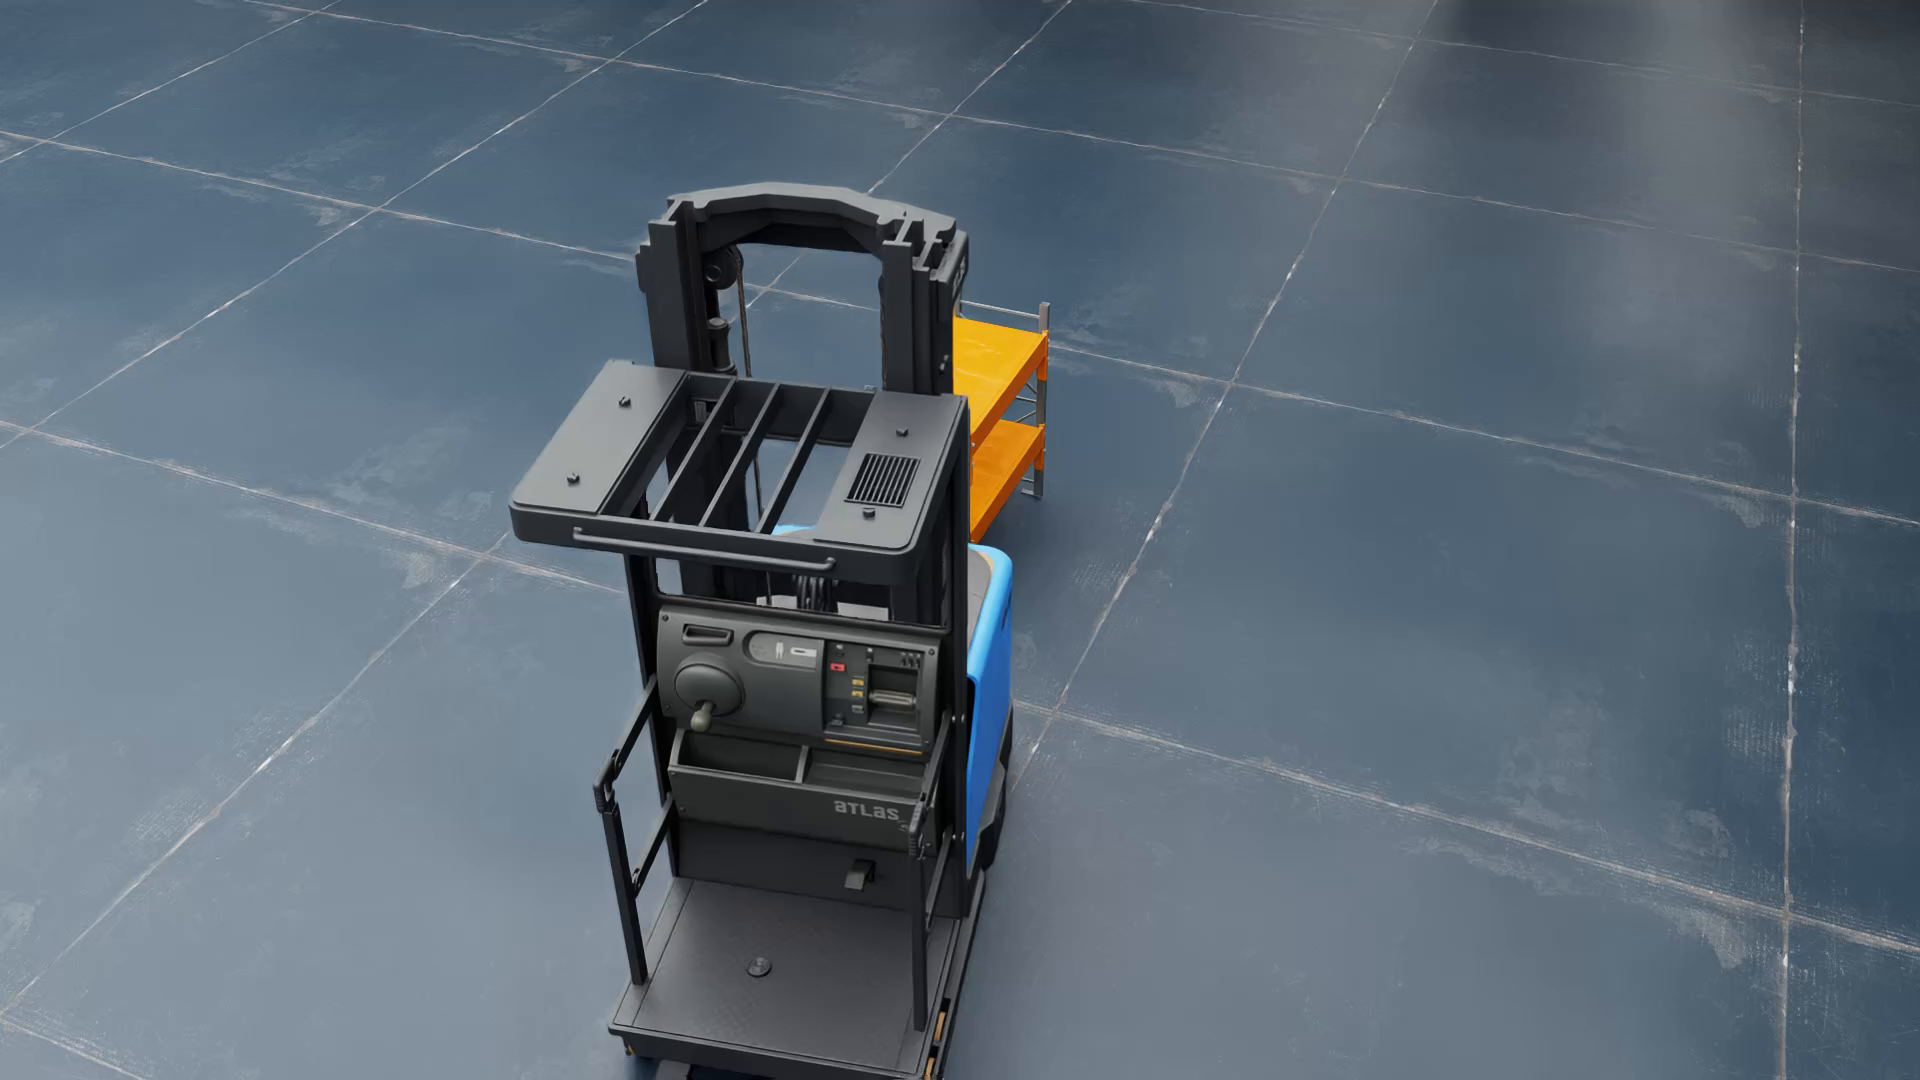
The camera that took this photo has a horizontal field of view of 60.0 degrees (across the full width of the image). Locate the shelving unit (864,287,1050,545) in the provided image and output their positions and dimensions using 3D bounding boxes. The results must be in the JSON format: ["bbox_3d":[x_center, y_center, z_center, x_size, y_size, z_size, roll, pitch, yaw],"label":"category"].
[{"bbox_3d":[0.003,-0.454,8.020,0.538,1.125,1.048,14,39,18],"label":"shelving unit"}]

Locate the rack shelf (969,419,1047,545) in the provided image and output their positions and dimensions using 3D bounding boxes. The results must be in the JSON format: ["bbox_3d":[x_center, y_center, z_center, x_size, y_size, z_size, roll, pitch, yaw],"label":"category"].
[{"bbox_3d":[0.003,-0.258,8.166,0.538,0.278,1.000,14,39,18],"label":"rack shelf"}]

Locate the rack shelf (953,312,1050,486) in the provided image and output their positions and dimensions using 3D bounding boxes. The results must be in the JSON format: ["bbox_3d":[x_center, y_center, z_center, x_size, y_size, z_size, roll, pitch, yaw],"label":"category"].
[{"bbox_3d":[0.003,-0.689,7.845,0.538,0.278,1.000,14,39,18],"label":"rack shelf"}]

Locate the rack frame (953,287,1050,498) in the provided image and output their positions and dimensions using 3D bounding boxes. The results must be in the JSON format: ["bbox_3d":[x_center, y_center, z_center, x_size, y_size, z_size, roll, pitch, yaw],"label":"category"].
[{"bbox_3d":[0.196,-0.736,8.396,0.500,1.125,0.032,14,39,18],"label":"rack frame"}]

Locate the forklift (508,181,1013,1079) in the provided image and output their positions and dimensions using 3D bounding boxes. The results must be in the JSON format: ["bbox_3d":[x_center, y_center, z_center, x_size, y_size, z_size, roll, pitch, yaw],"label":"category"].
[{"bbox_3d":[-0.566,0.527,5.198,1.130,2.935,3.031,7,37,9],"label":"forklift"}]

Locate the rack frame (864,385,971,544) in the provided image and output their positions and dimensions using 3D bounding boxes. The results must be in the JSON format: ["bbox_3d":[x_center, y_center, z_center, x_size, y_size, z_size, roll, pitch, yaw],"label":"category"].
[{"bbox_3d":[-0.191,-0.173,7.643,0.500,1.125,0.032,14,39,18],"label":"rack frame"}]
